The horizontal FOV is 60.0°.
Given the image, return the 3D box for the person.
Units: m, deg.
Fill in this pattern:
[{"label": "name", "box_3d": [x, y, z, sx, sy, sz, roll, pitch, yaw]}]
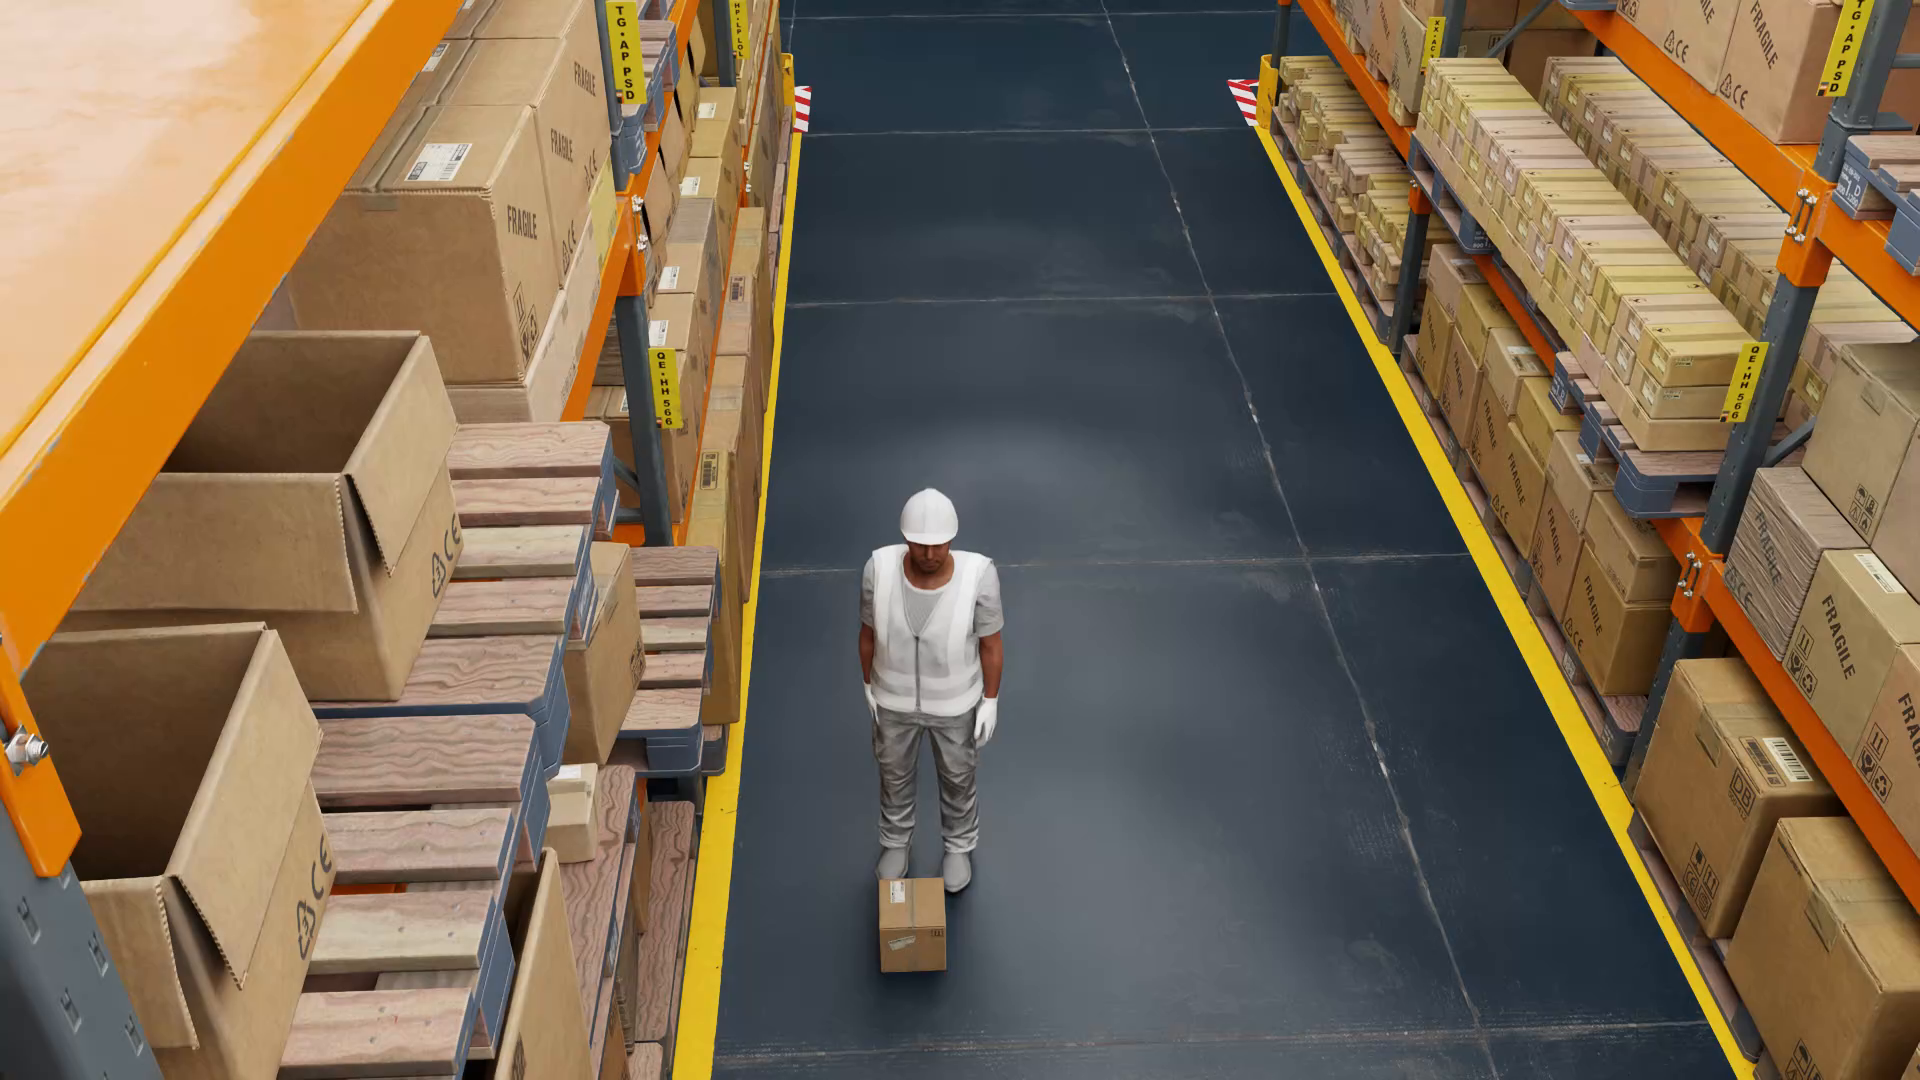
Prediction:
[{"label": "person", "box_3d": [-0.113, 0.590, 6.330, 0.550, 1.785, 0.369, 5, 35, 7]}]
